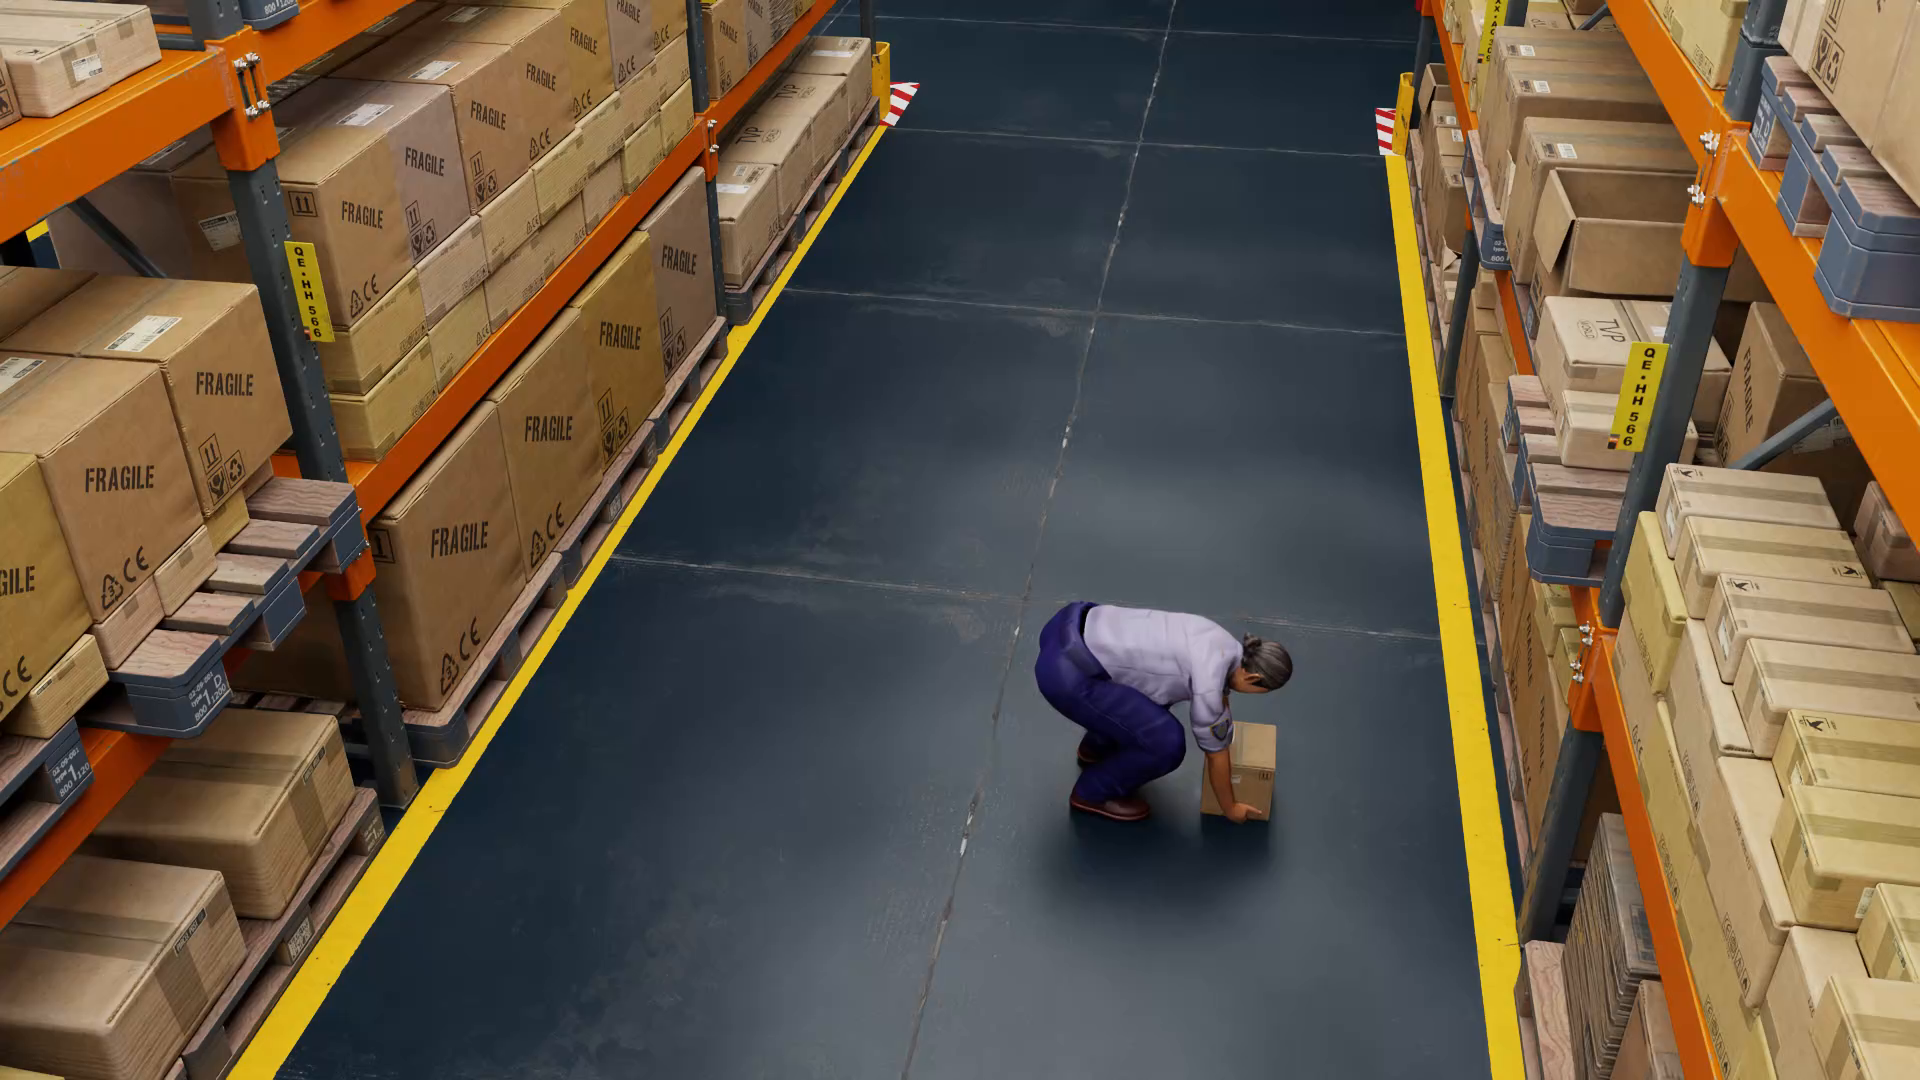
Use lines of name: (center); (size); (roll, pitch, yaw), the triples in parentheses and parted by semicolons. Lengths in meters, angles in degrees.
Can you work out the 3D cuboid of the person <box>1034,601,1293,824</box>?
person: (0.724, 0.610, 6.024); (0.905, 0.784, 0.521); (4, 33, 6)
